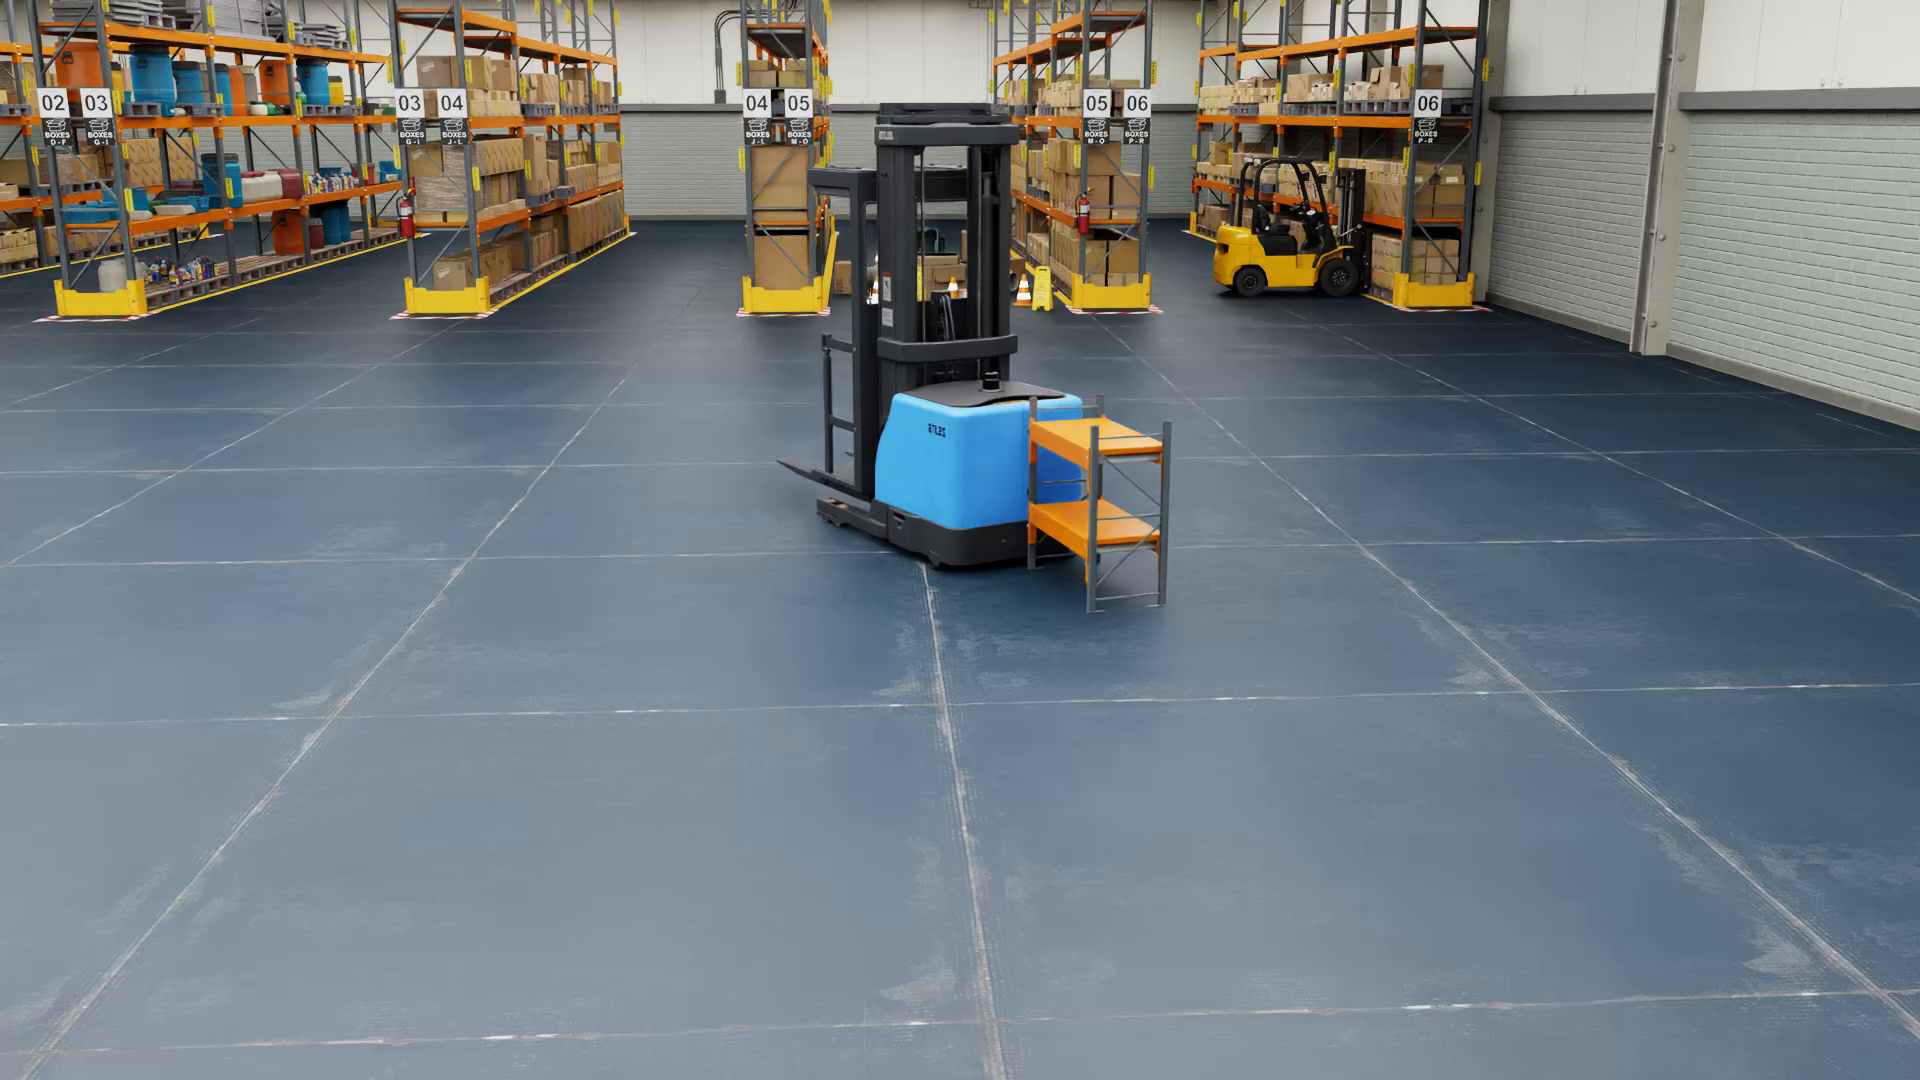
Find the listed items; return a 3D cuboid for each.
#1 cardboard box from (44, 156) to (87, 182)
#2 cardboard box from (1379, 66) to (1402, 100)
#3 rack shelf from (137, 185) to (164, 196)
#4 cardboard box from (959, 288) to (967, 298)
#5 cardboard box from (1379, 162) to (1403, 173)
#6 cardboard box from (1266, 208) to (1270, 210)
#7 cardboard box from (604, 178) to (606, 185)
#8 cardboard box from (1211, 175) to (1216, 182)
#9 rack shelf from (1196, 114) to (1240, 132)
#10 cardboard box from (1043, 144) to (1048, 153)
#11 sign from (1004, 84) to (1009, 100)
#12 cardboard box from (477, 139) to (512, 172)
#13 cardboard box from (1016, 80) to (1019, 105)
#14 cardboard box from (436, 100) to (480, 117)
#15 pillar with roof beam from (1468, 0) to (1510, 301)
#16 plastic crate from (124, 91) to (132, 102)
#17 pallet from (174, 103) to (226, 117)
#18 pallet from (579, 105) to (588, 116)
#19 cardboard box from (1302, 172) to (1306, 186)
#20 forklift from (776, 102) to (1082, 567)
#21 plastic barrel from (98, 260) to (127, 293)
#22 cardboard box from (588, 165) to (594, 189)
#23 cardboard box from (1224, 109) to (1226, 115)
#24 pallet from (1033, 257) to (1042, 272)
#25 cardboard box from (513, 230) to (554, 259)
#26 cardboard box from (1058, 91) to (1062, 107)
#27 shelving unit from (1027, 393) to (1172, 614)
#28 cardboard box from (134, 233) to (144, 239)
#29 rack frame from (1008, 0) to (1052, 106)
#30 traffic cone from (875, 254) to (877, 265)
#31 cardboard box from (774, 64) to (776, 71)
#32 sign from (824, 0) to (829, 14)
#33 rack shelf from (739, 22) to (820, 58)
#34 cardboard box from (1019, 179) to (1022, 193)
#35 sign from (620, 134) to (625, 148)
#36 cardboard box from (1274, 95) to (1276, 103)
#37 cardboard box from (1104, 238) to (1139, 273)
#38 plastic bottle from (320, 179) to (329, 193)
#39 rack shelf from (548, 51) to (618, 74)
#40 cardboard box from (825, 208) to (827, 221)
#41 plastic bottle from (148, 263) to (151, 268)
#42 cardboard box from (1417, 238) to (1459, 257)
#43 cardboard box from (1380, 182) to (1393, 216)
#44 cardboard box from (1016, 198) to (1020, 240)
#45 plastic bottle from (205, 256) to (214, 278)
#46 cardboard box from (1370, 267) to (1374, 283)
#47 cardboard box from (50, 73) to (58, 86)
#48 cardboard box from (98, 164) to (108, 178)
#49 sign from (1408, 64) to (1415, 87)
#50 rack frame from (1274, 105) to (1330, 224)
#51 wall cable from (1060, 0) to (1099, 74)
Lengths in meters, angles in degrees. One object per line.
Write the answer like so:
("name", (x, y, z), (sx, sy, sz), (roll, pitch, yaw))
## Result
("cardboard box", (-18.053, -7.478, 33.527), (0.700, 0.500, 0.500), (-5, 15, -18))
("cardboard box", (7.017, -7.178, 26.142), (0.700, 0.500, 0.500), (-1, 14, -3))
("rack shelf", (-18.348, -7.814, 37.319), (1.077, 0.370, 4.000), (-1, 14, -3))
("cardboard box", (0.200, -3.899, 26.382), (0.380, 0.149, 0.250), (7, 16, 26))
("cardboard box", (6.861, -5.907, 26.365), (0.380, 0.149, 0.250), (-1, 14, -2))
("cardboard box", (6.864, -7.141, 36.134), (0.380, 0.149, 0.250), (-1, 14, -3))
("cardboard box", (-8.075, -7.970, 36.986), (0.380, 0.149, 0.250), (-1, 14, -5))
("cardboard box", (6.074, -8.448, 38.844), (0.380, 0.149, 0.250), (-1, 14, -2))
("rack shelf", (6.384, -9.649, 38.432), (1.077, 0.370, 4.000), (-1, 14, -3))
("cardboard box", (1.700, -7.040, 29.927), (0.380, 0.149, 0.250), (-2, 15, -6))
("sign", (1.000, -9.702, 35.998), (0.100, 0.325, 0.005), (-1, 14, -3))
("cardboard box", (-7.476, -6.147, 26.595), (0.500, 0.500, 0.500), (-1, 14, -3))
("cardboard box", (1.403, -9.113, 33.862), (0.500, 0.500, 0.500), (-1, 14, -3))
("cardboard box", (-7.365, -6.336, 24.413), (0.500, 0.250, 0.500), (0, 14, -2))
("pillar with roof beam", (3.811, -8.089, 24.905), (9.100, 9.000, 0.400), (-1, 14, -3))
("plastic crate", (-12.956, -6.670, 25.443), (0.392, 0.384, 0.575), (-1, 14, -3))
("pallet", (-12.643, -6.934, 26.815), (1.213, 0.211, 1.003), (-1, 14, -3))
("pallet", (-8.231, -8.949, 34.653), (0.805, 0.209, 1.217), (-1, 15, -6))
("cardboard box", (6.641, -6.726, 30.946), (0.500, 0.250, 0.500), (-1, 14, -3))
("forklift", (-0.379, -1.564, 11.723), (1.130, 2.935, 3.031), (-9, 17, -30))
("plastic barrel", (-12.654, -3.917, 24.879), (0.421, 0.512, 0.421), (0, 14, 0))
("cardboard box", (-8.012, -7.630, 34.960), (0.500, 0.500, 0.500), (0, 14, -2))
("cardboard box", (6.160, -9.652, 37.504), (0.380, 0.149, 0.250), (-1, 14, -4))
("pallet", (1.921, -5.127, 31.030), (1.003, 0.211, 1.213), (-1, 14, -3))
("cardboard box", (-7.981, -5.520, 31.095), (0.700, 0.500, 0.500), (-2, 15, -8))
("cardboard box", (1.863, -7.138, 26.931), (0.500, 0.250, 0.500), (-1, 14, -3))
("shelving unit", (0.837, -0.252, 10.248), (0.538, 1.125, 1.048), (-5, 15, -17))
("cardboard box", (-18.035, -6.683, 35.995), (0.500, 0.311, 0.500), (-1, 14, -3))
("rack frame", (1.554, -10.875, 35.734), (1.000, 3.000, 0.127), (-1, 14, -3))
("traffic cone", (-1.461, -5.007, 30.057), (0.336, 0.463, 0.334), (-1, 14, -3))
("cardboard box", (-3.136, -7.498, 26.489), (0.380, 0.149, 0.250), (-1, 14, -3))
("sign", (-2.827, -11.312, 35.242), (0.100, 0.325, 0.005), (-1, 14, -3))
("rack shelf", (-2.761, -7.744, 25.812), (1.077, 0.370, 4.000), (-1, 14, -3))
("cardboard box", (1.464, -7.151, 33.599), (0.500, 0.250, 0.500), (-1, 14, -2))
("sign", (-8.042, -9.492, 39.598), (0.100, 0.325, 0.005), (-1, 14, -3))
("cardboard box", (6.506, -8.840, 33.347), (0.380, 0.149, 0.250), (-1, 14, -2))
("cardboard box", (2.521, -4.431, 25.898), (0.500, 0.500, 0.500), (-1, 14, -5))
("plastic bottle", (-12.823, -7.143, 33.516), (0.152, 0.276, 0.135), (-1, 14, -3))
("rack shelf", (-8.461, -10.677, 37.212), (1.077, 0.370, 4.000), (-1, 14, -3))
("cardboard box", (-2.983, -6.654, 34.036), (0.500, 0.250, 0.500), (-1, 14, -3))
("plastic bottle", (-13.169, -4.352, 26.990), (0.061, 0.283, 0.133), (0, 14, -1))
("cardboard box", (7.411, -4.541, 25.825), (0.500, 0.250, 0.500), (-1, 14, -4))
("cardboard box", (6.936, -5.359, 26.133), (0.500, 0.500, 0.500), (0, 14, -2))
("cardboard box", (1.672, -6.991, 36.099), (0.875, 0.875, 0.875), (0, 14, -2))
("plastic bottle", (-12.457, -4.525, 27.527), (0.144, 0.351, 0.185), (-1, 14, -5))
("cardboard box", (6.864, -4.295, 26.874), (0.500, 0.250, 0.500), (-1, 14, -3))
("cardboard box", (-18.181, -8.959, 33.064), (0.600, 0.600, 0.600), (-1, 15, -6))
("cardboard box", (-18.512, -7.833, 35.751), (0.500, 0.500, 0.500), (-1, 14, -3))
("sign", (6.709, -6.901, 24.690), (0.100, 0.325, 0.005), (-1, 14, -3))
("rack frame", (6.756, -7.052, 32.916), (1.000, 3.000, 0.127), (-1, 14, -3))
("wall cable", (4.206, -13.343, 45.250), (2.988, 3.039, 0.133), (-1, 14, -3))
